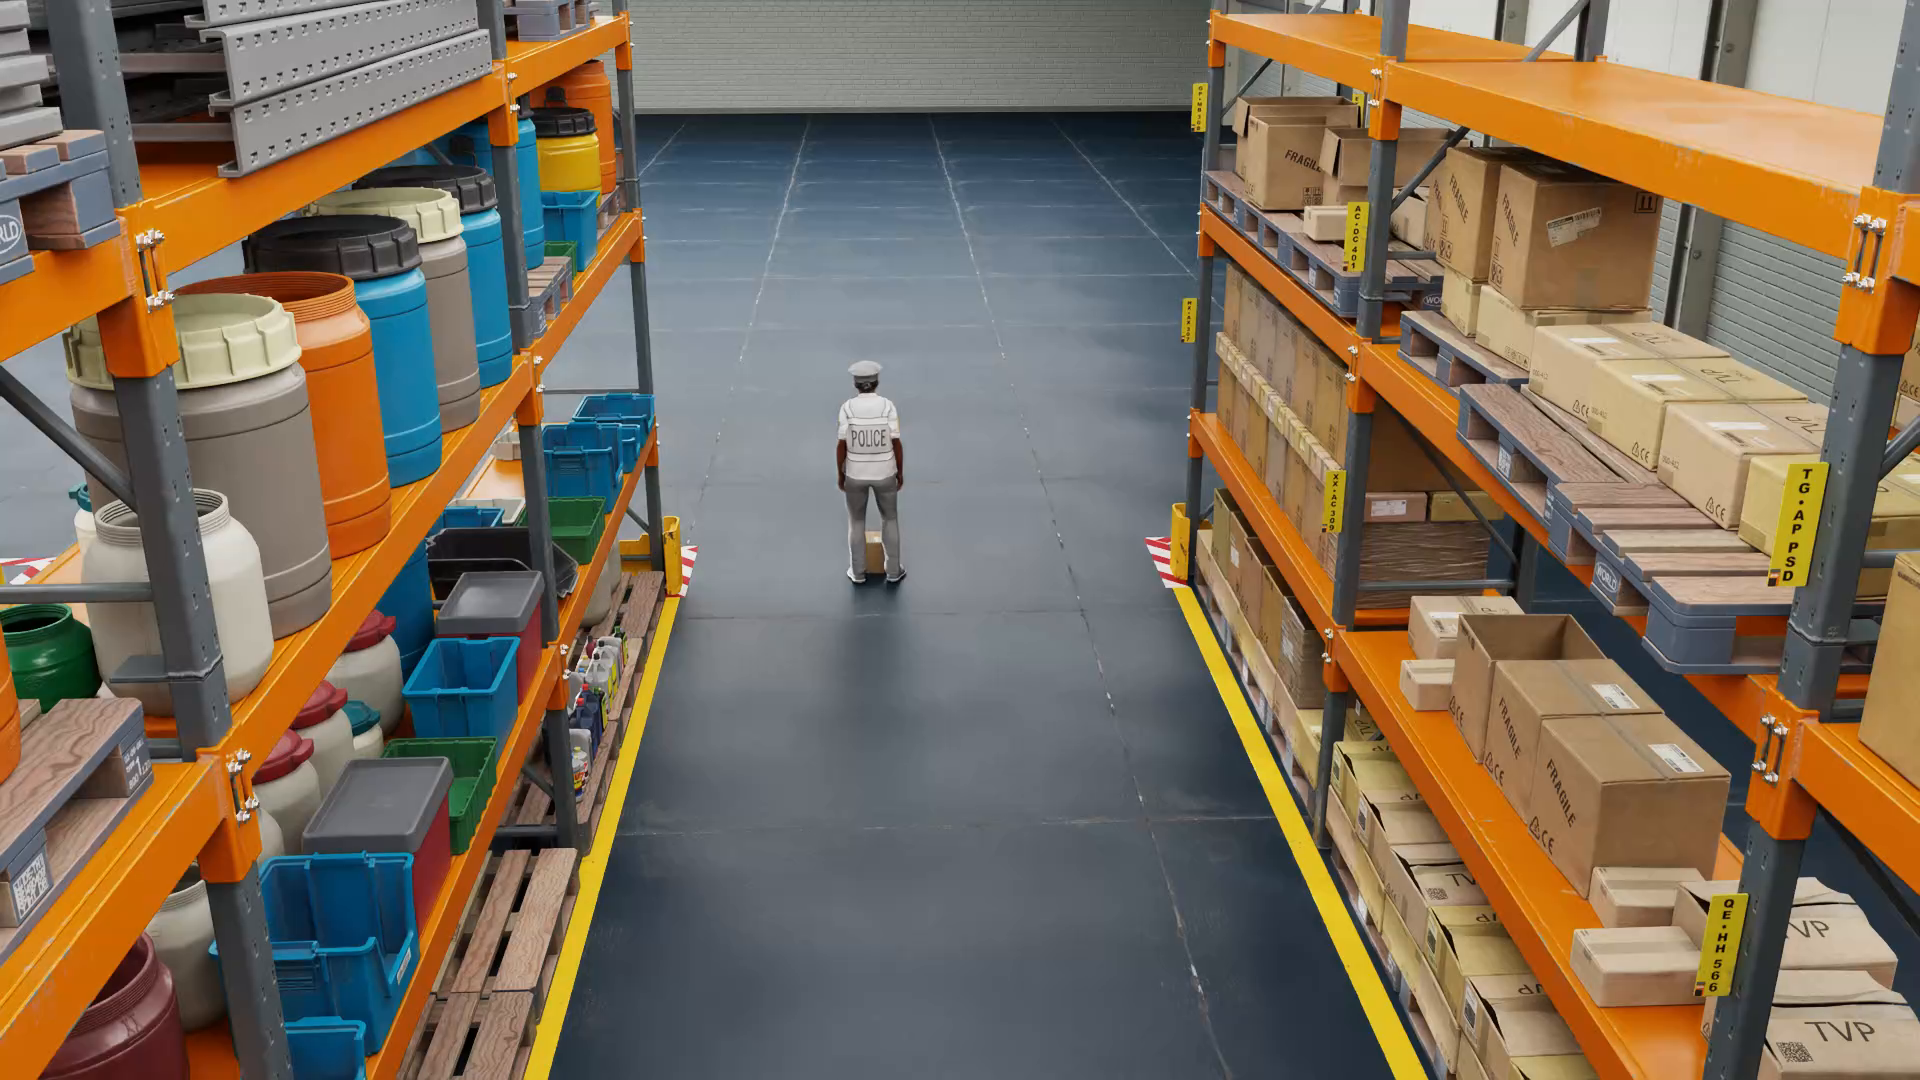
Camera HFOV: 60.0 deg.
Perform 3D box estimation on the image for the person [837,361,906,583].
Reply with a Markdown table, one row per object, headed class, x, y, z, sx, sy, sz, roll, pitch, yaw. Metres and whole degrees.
| class | x | y | z | sx | sy | sz | roll | pitch | yaw |
| --- | --- | --- | --- | --- | --- | --- | --- | --- | --- |
| person | -0.661 | -0.483 | 12.369 | 0.505 | 1.659 | 0.393 | -1 | 21 | -3 |
